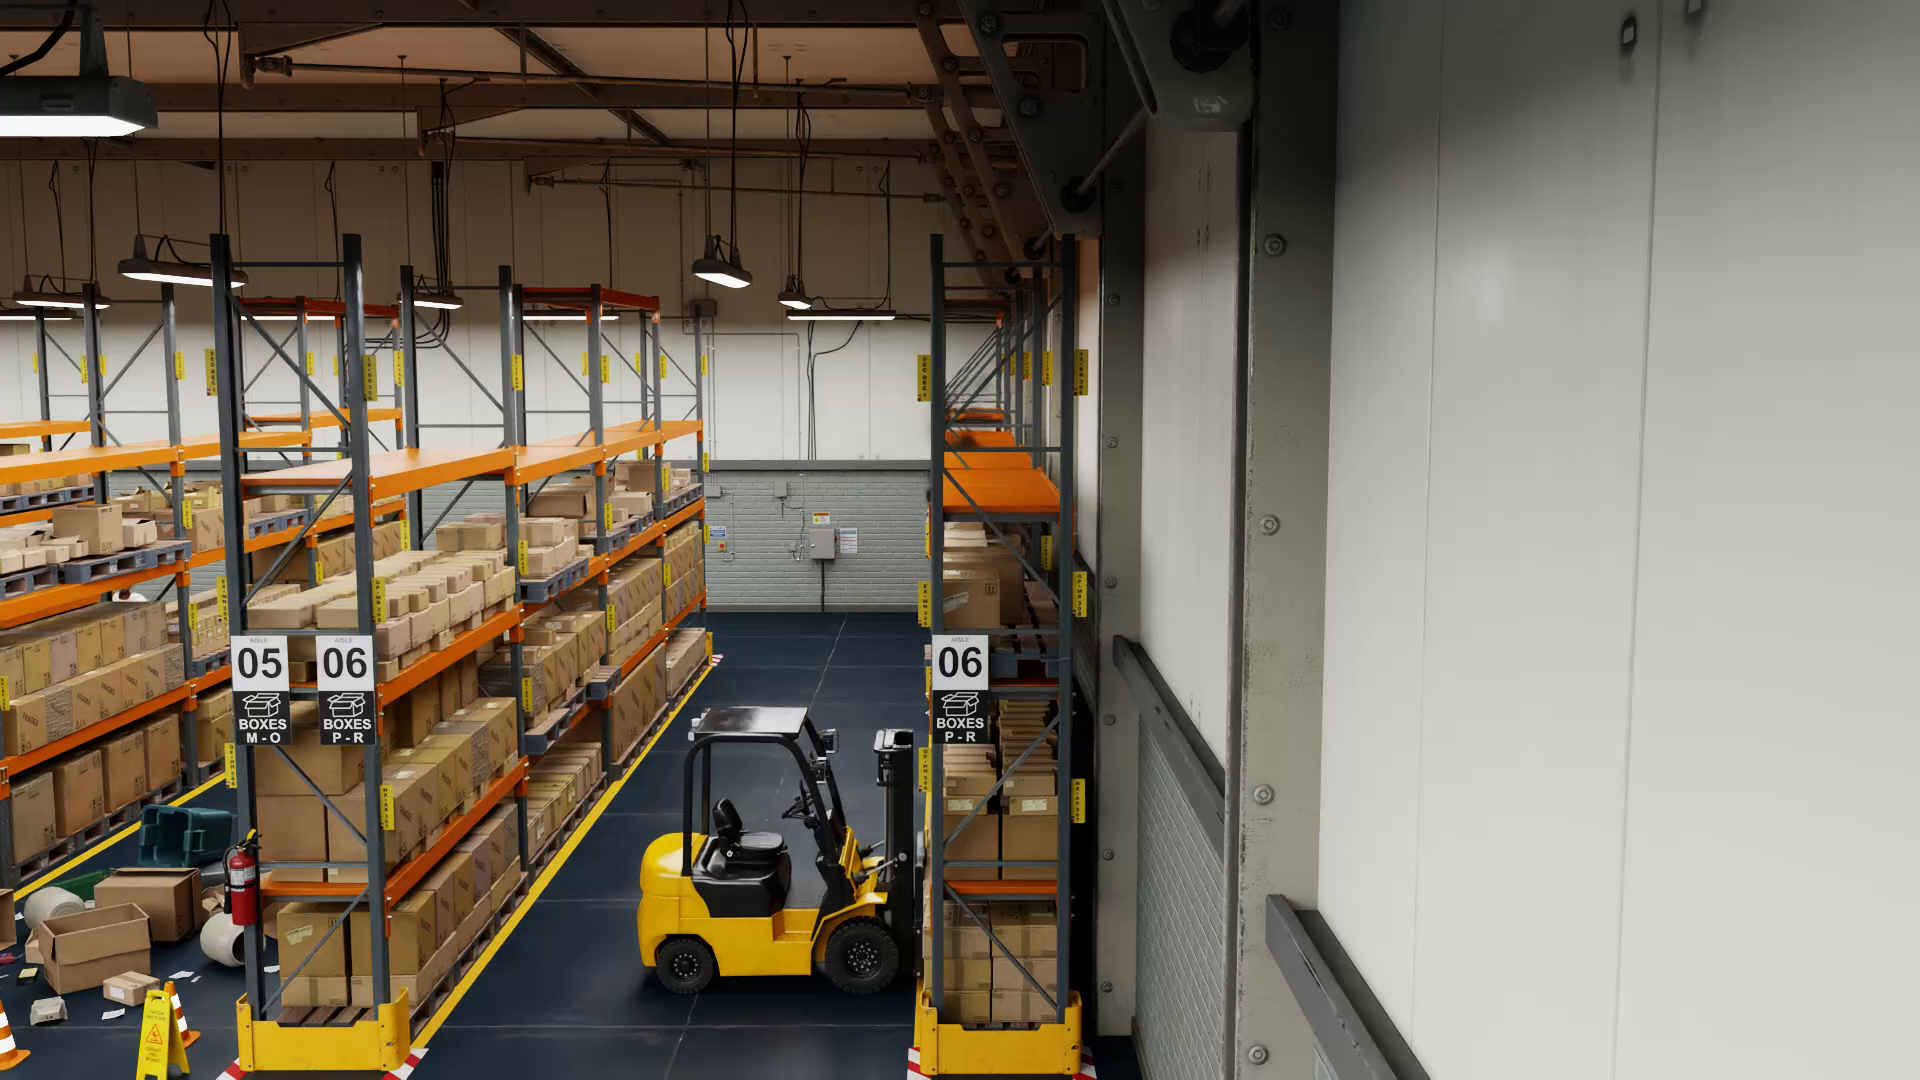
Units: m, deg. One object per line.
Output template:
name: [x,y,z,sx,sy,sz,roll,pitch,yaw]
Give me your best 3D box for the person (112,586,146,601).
person: [-12.829,1.470,25.647,0.677,1.781,0.874,-1,6,-10]
